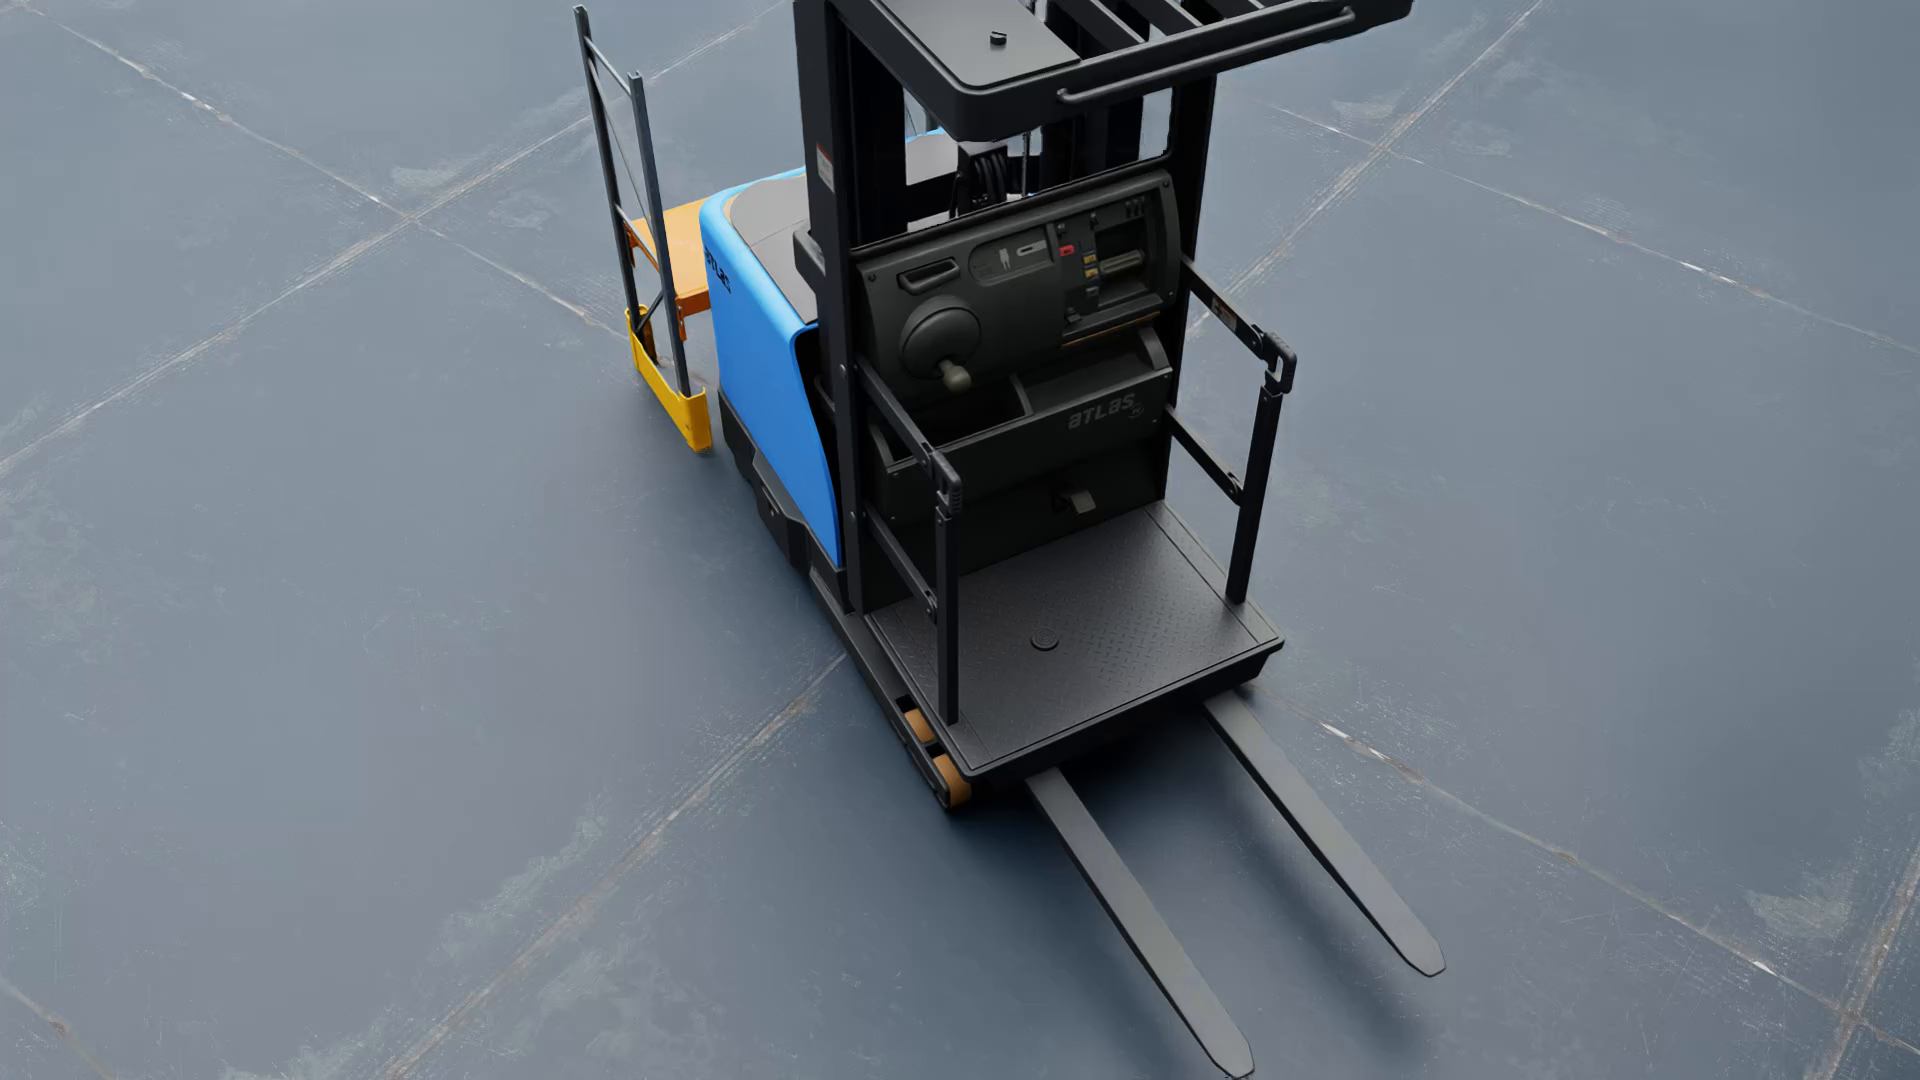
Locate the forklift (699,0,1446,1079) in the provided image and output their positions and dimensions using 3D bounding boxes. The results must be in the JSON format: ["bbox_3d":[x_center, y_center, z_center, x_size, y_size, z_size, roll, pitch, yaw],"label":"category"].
[{"bbox_3d":[0.279,-0.590,4.287,1.130,2.935,3.031,-21,50,-19],"label":"forklift"}]

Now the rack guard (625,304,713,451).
[{"bbox_3d":[-1.079,-0.606,6.156,0.087,0.250,0.587,-23,50,-20],"label":"rack guard"}]

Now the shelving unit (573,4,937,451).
[{"bbox_3d":[-0.648,-1.217,5.876,1.083,1.500,0.587,-23,50,-20],"label":"shelving unit"}]

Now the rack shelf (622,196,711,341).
[{"bbox_3d":[-0.655,-1.090,6.003,1.000,0.185,0.538,-23,50,-20],"label":"rack shelf"}]

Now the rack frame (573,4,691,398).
[{"bbox_3d":[-1.096,-1.031,5.697,0.032,1.500,0.500,-23,50,-20],"label":"rack frame"}]

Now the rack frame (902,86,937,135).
[{"bbox_3d":[-0.215,-1.398,6.048,0.032,1.500,0.500,-23,50,-20],"label":"rack frame"}]
